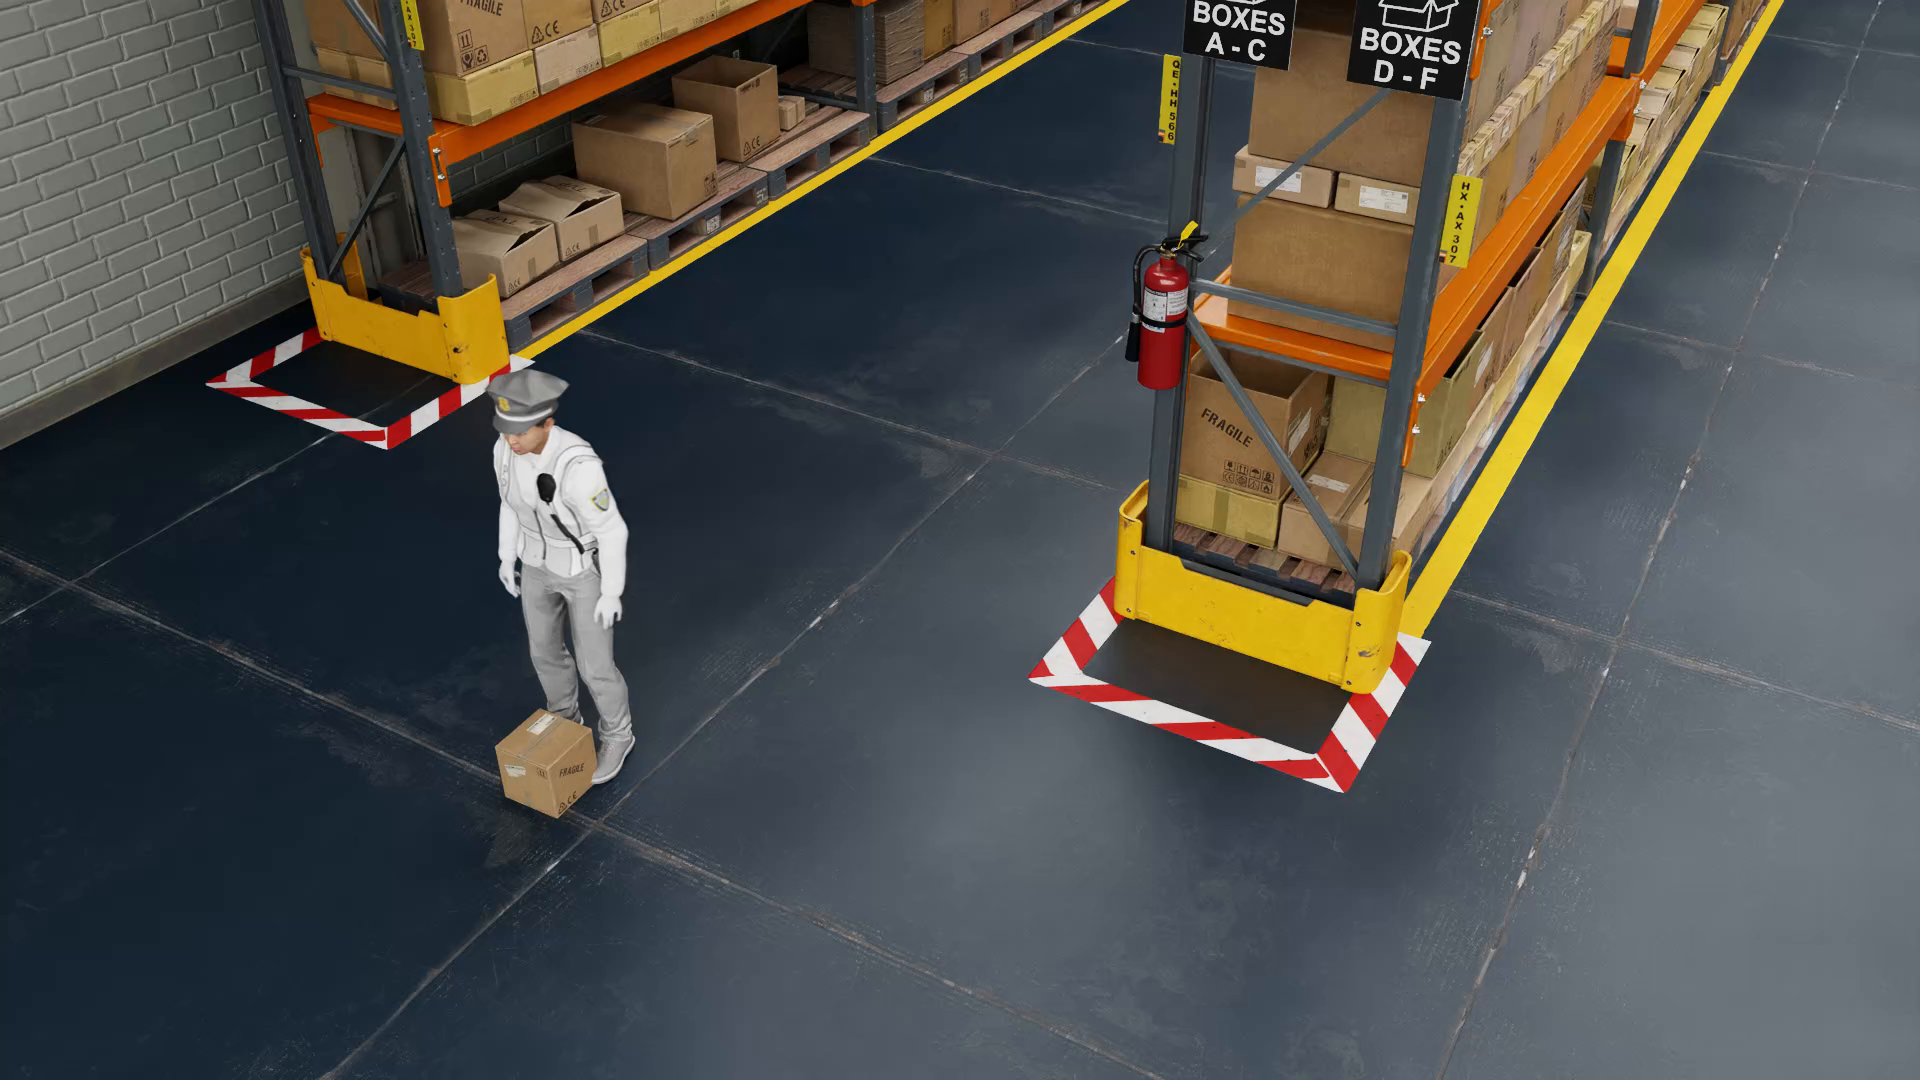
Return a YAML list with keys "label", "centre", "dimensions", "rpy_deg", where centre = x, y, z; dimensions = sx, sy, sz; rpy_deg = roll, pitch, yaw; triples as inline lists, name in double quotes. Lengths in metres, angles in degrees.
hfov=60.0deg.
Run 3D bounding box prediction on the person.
- label: "person"
  centre: [-1.417, 0.129, 5.951]
  dimensions: [0.538, 1.663, 0.378]
  rpy_deg: [17, 38, 23]
